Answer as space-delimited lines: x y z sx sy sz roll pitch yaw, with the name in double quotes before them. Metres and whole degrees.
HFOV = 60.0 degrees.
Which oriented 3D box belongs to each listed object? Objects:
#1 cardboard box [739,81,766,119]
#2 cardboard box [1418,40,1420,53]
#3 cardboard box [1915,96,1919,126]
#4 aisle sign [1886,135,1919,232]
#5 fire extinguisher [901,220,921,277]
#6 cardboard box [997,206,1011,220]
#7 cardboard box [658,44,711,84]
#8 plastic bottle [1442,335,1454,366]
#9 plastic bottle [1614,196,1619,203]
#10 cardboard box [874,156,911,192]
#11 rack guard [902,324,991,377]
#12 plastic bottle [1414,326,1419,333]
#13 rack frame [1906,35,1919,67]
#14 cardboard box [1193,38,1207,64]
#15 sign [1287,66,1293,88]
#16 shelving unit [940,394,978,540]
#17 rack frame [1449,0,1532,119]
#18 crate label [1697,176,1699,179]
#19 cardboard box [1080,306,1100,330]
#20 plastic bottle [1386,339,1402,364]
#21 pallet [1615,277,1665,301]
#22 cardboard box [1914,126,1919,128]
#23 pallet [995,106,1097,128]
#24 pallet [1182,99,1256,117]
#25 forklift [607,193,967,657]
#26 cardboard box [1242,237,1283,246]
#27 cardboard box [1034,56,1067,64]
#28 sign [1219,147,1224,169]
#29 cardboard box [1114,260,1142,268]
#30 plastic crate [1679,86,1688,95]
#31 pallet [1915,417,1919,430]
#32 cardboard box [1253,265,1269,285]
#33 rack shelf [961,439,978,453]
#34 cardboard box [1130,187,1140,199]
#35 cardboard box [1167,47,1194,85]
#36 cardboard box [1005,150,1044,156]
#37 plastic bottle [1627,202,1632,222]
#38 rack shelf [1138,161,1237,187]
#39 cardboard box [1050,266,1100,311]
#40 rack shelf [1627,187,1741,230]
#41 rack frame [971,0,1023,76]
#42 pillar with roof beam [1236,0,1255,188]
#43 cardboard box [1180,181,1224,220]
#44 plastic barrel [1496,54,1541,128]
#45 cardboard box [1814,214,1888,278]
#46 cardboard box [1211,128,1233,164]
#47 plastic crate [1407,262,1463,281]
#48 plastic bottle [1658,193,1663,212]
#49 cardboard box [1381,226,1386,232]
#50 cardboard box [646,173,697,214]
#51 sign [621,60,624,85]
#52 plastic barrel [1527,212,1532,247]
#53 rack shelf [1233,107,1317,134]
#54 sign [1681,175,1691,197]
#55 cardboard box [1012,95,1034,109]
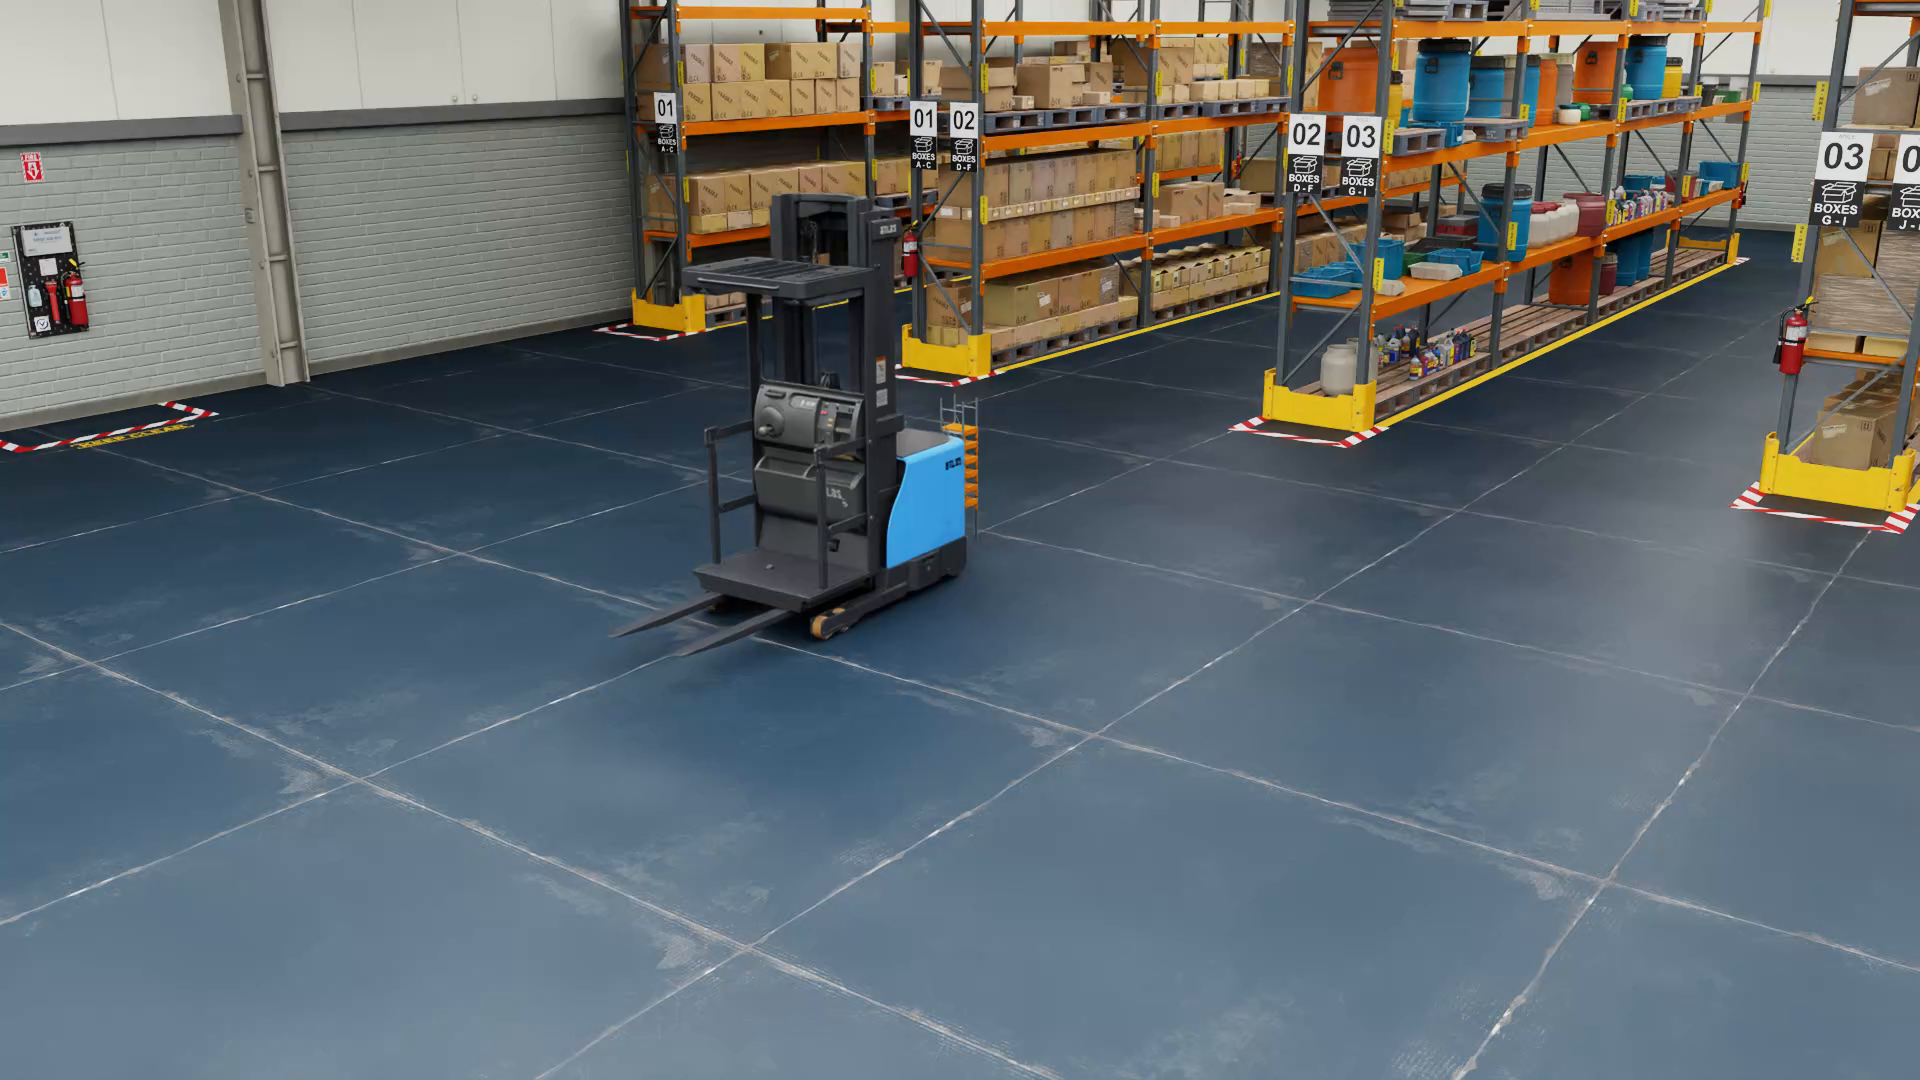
"cardboard box" -3.085 -6.190 23.359 0.500 0.500 0.500 14 22 37
"cardboard box" 7.954 -8.697 29.779 0.700 0.500 0.500 12 21 35
"cardboard box" 8.895 -3.960 14.866 0.500 0.500 0.500 12 21 34
"aisle sign" 7.998 -2.967 13.856 0.394 0.787 0.004 12 21 35
"fire extinguisher" -0.603 -3.561 20.284 0.296 0.674 0.183 12 21 35
"cardboard box" 0.402 -4.021 20.371 0.380 0.149 0.250 12 21 33
"cardboard box" -3.716 -6.435 22.462 0.500 0.500 0.500 11 20 31
"plastic bottle" 5.741 -2.239 19.620 0.144 0.351 0.185 12 21 34
"plastic bottle" 10.278 -5.284 26.035 0.097 0.201 0.097 0 17 0
"cardboard box" -1.087 -5.876 26.698 0.700 0.500 0.500 15 23 40
"rack guard" -0.174 -2.345 20.452 1.175 0.500 0.348 12 21 35
"plastic bottle" 5.658 -2.530 20.690 0.097 0.271 0.097 0 17 0
"rack frame" 10.177 -5.611 16.638 1.000 3.000 0.127 12 21 35
"cardboard box" 4.565 -9.731 33.077 0.500 0.500 0.500 11 21 32
"sign" 5.048 -7.067 25.380 0.100 0.325 0.005 12 21 35
"shelving unit" -0.009 -0.570 13.555 0.258 1.200 0.189 12 21 35
"rack frame" 6.200 -6.486 19.456 1.000 3.000 0.127 12 21 35
"crate label" 12.938 -6.427 29.563 0.416 0.233 0.303 12 21 35
"cardboard box" 1.531 -2.996 22.263 0.500 0.250 0.500 12 21 35
"plastic bottle" 5.154 -2.245 19.766 0.152 0.276 0.135 12 21 35
"pallet" 10.473 -4.018 26.327 1.003 0.211 1.213 12 21 35
"cardboard box" 8.863 -3.889 15.733 0.380 0.149 0.250 13 22 36
"pallet" 1.009 -5.390 21.135 1.003 0.211 1.213 12 21 35
"pallet" 3.611 -6.348 24.387 1.003 0.211 1.213 14 22 37
"forklift" -1.198 -0.871 11.607 1.130 2.935 3.031 12 21 33
"cardboard box" 4.976 -4.730 27.391 0.500 0.500 0.500 13 22 37
"cardboard box" 1.483 -8.405 29.784 0.700 0.500 0.500 14 22 37
"sign" 4.166 -6.059 26.377 0.100 0.325 0.005 12 21 35
"cardboard box" 2.540 -3.924 24.306 0.500 0.311 0.500 13 22 36
"plastic crate" 11.781 -7.382 27.598 0.437 0.282 0.530 12 21 35
"pallet" 9.806 -1.248 17.406 1.003 0.211 1.213 12 21 35
"cardboard box" 4.489 -4.169 26.038 0.500 0.250 0.500 13 21 36
"rack shelf" -0.009 -0.756 13.497 0.258 0.103 0.180 12 21 35
"cardboard box" 2.234 -4.752 22.726 0.380 0.149 0.250 12 21 35
"cardboard box" 2.944 -6.696 23.472 0.500 0.500 0.500 15 23 40
"cardboard box" 1.121 -6.594 29.216 0.500 0.500 0.500 13 22 36
"plastic bottle" 9.825 -4.831 24.439 0.061 0.283 0.133 12 21 35
"rack shelf" 4.201 -7.410 33.760 1.077 0.370 4.000 12 21 35
"cardboard box" 1.521 -3.357 22.159 0.500 0.500 0.500 12 21 35
"rack shelf" 12.158 -5.659 28.122 1.077 0.370 4.000 12 21 35
"rack frame" 0.626 -9.189 28.161 1.000 3.000 0.127 12 21 35
"pillar with roof beam" 9.765 -11.130 34.410 9.100 9.000 0.400 12 21 35
"cardboard box" 3.620 -5.095 24.924 0.500 0.500 0.500 11 20 32
"plastic barrel" 7.108 -5.764 21.343 0.600 0.901 0.708 12 21 35
"cardboard box" 7.923 -2.635 14.815 0.500 0.500 0.500 12 21 35
"cardboard box" 5.097 -8.250 34.745 0.980 0.700 0.700 14 22 37
"plastic crate" 5.435 -3.063 18.995 0.530 0.136 0.437 12 21 35
"plastic bottle" 10.773 -5.229 25.733 0.152 0.276 0.135 12 21 35
"cardboard box" 7.549 -5.693 30.810 0.500 0.311 0.500 12 21 35
"cardboard box" -4.030 -4.865 23.306 0.500 0.500 0.500 12 21 34
"sign" -4.574 -6.377 22.670 0.100 0.325 0.005 12 21 35
"plastic barrel" 6.946 -3.875 20.935 0.433 0.535 0.433 0 17 0
"rack shelf" 5.799 -7.015 27.431 1.077 0.370 4.000 12 21 35
"sign" 11.407 -5.561 26.126 0.100 0.325 0.005 12 21 35
"cardboard box" 0.683 -5.373 20.411 0.380 0.149 0.250 12 21 35
